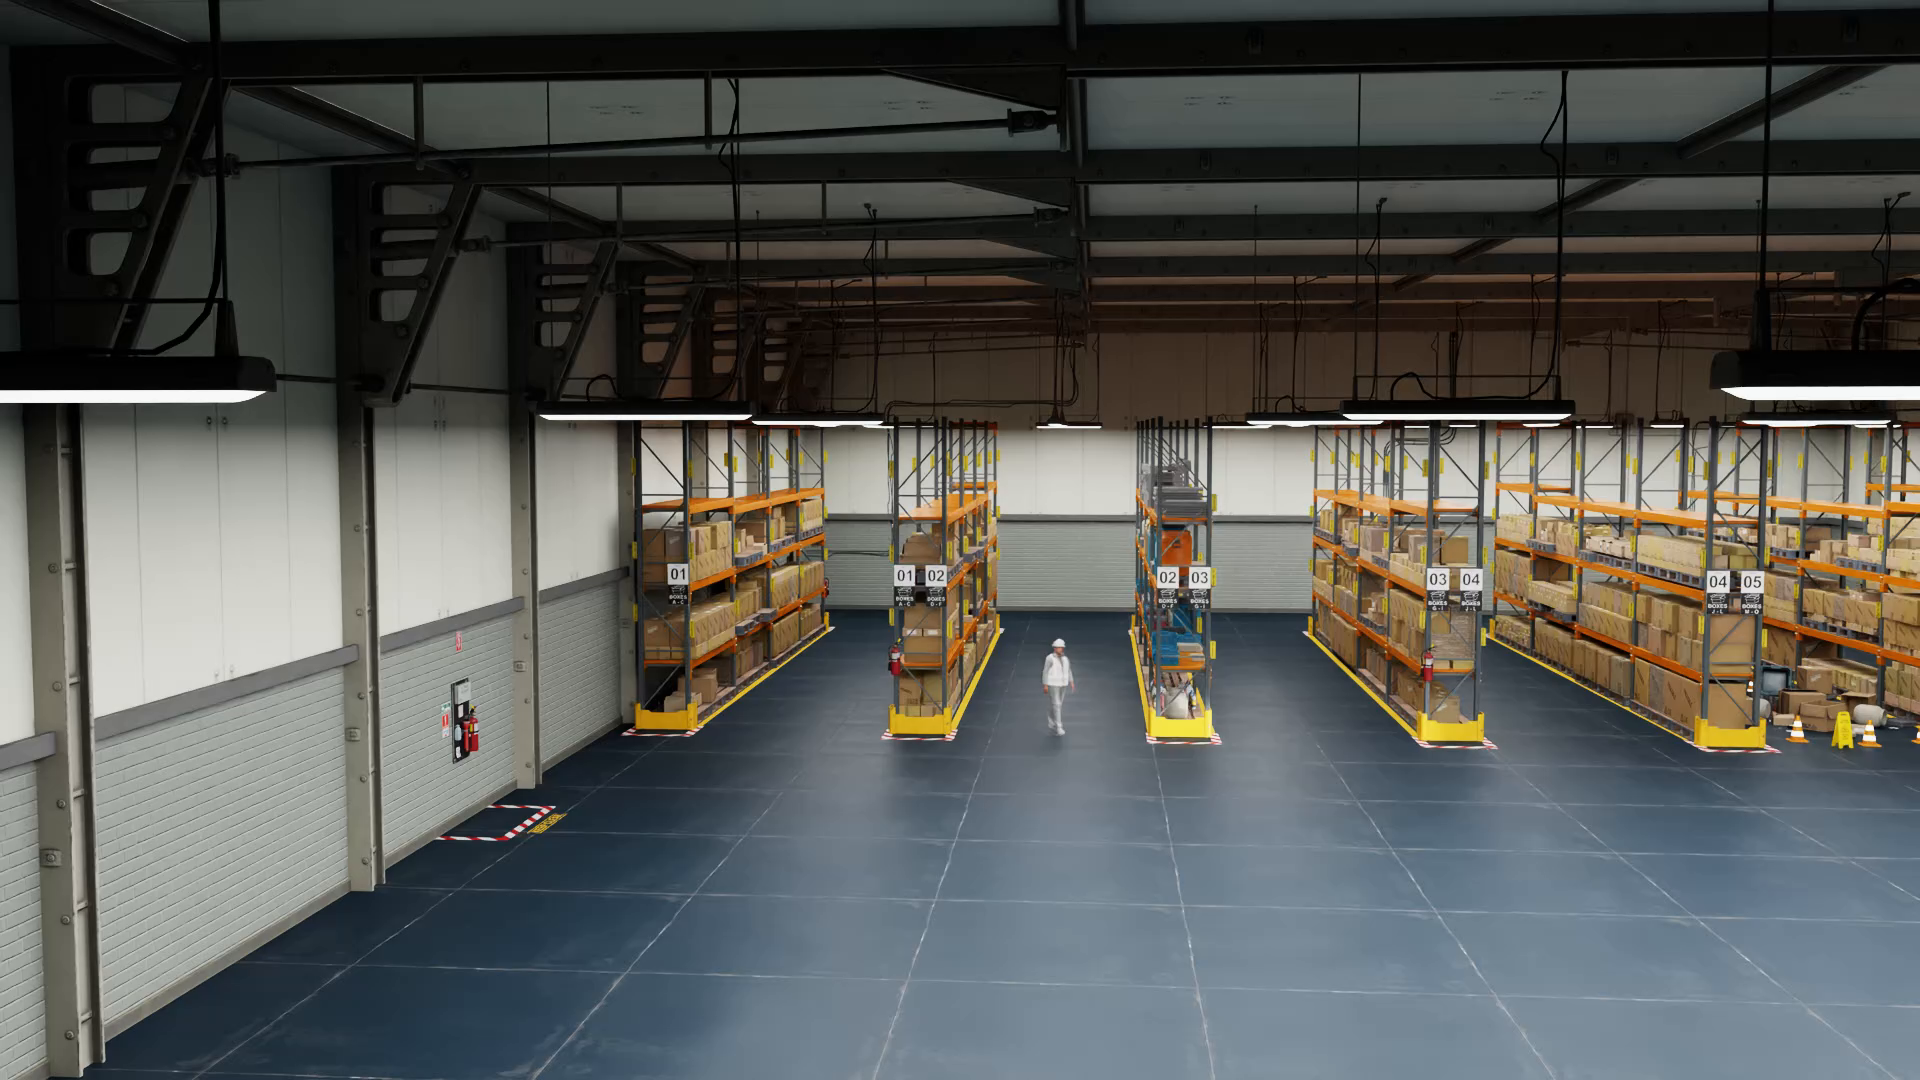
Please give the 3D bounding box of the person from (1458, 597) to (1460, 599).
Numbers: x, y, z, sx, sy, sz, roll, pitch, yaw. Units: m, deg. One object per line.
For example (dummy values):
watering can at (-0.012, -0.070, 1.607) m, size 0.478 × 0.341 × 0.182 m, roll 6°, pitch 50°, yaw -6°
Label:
person at (12.014, 2.281, 40.077) m, size 0.697 × 1.838 × 0.759 m, roll 0°, pitch 4°, yaw 7°

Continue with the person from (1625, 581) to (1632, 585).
person at (18.243, 1.939, 45.339) m, size 0.860 × 1.644 × 0.439 m, roll 3°, pitch 5°, yaw 41°

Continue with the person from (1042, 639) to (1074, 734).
person at (1.894, 2.763, 31.641) m, size 0.590 × 1.746 × 0.798 m, roll -3°, pitch 5°, yaw -39°
